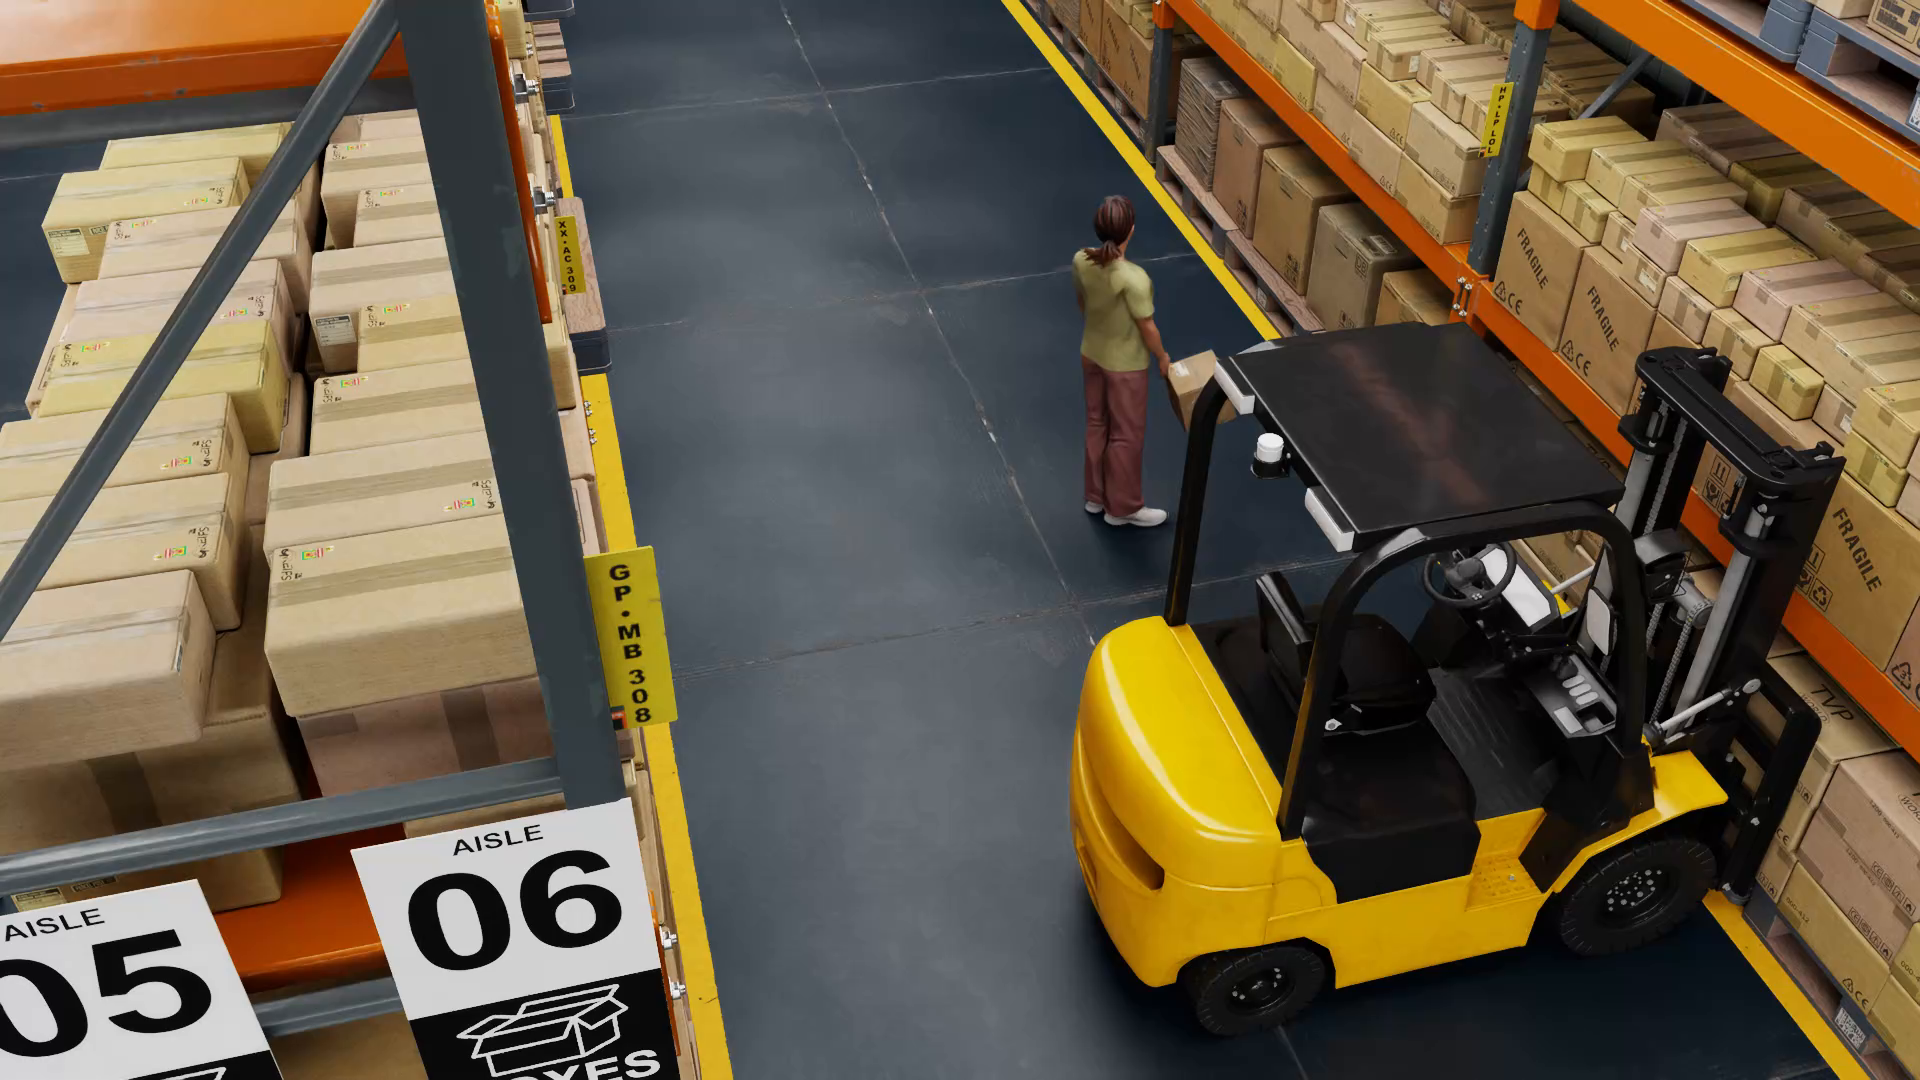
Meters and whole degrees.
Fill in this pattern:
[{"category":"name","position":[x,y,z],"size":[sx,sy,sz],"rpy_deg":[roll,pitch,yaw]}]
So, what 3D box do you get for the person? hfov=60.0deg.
[{"category":"person","position":[0.743,-0.818,7.732],"size":[0.410,1.680,0.534],"rpy_deg":[-28,46,-31]}]
